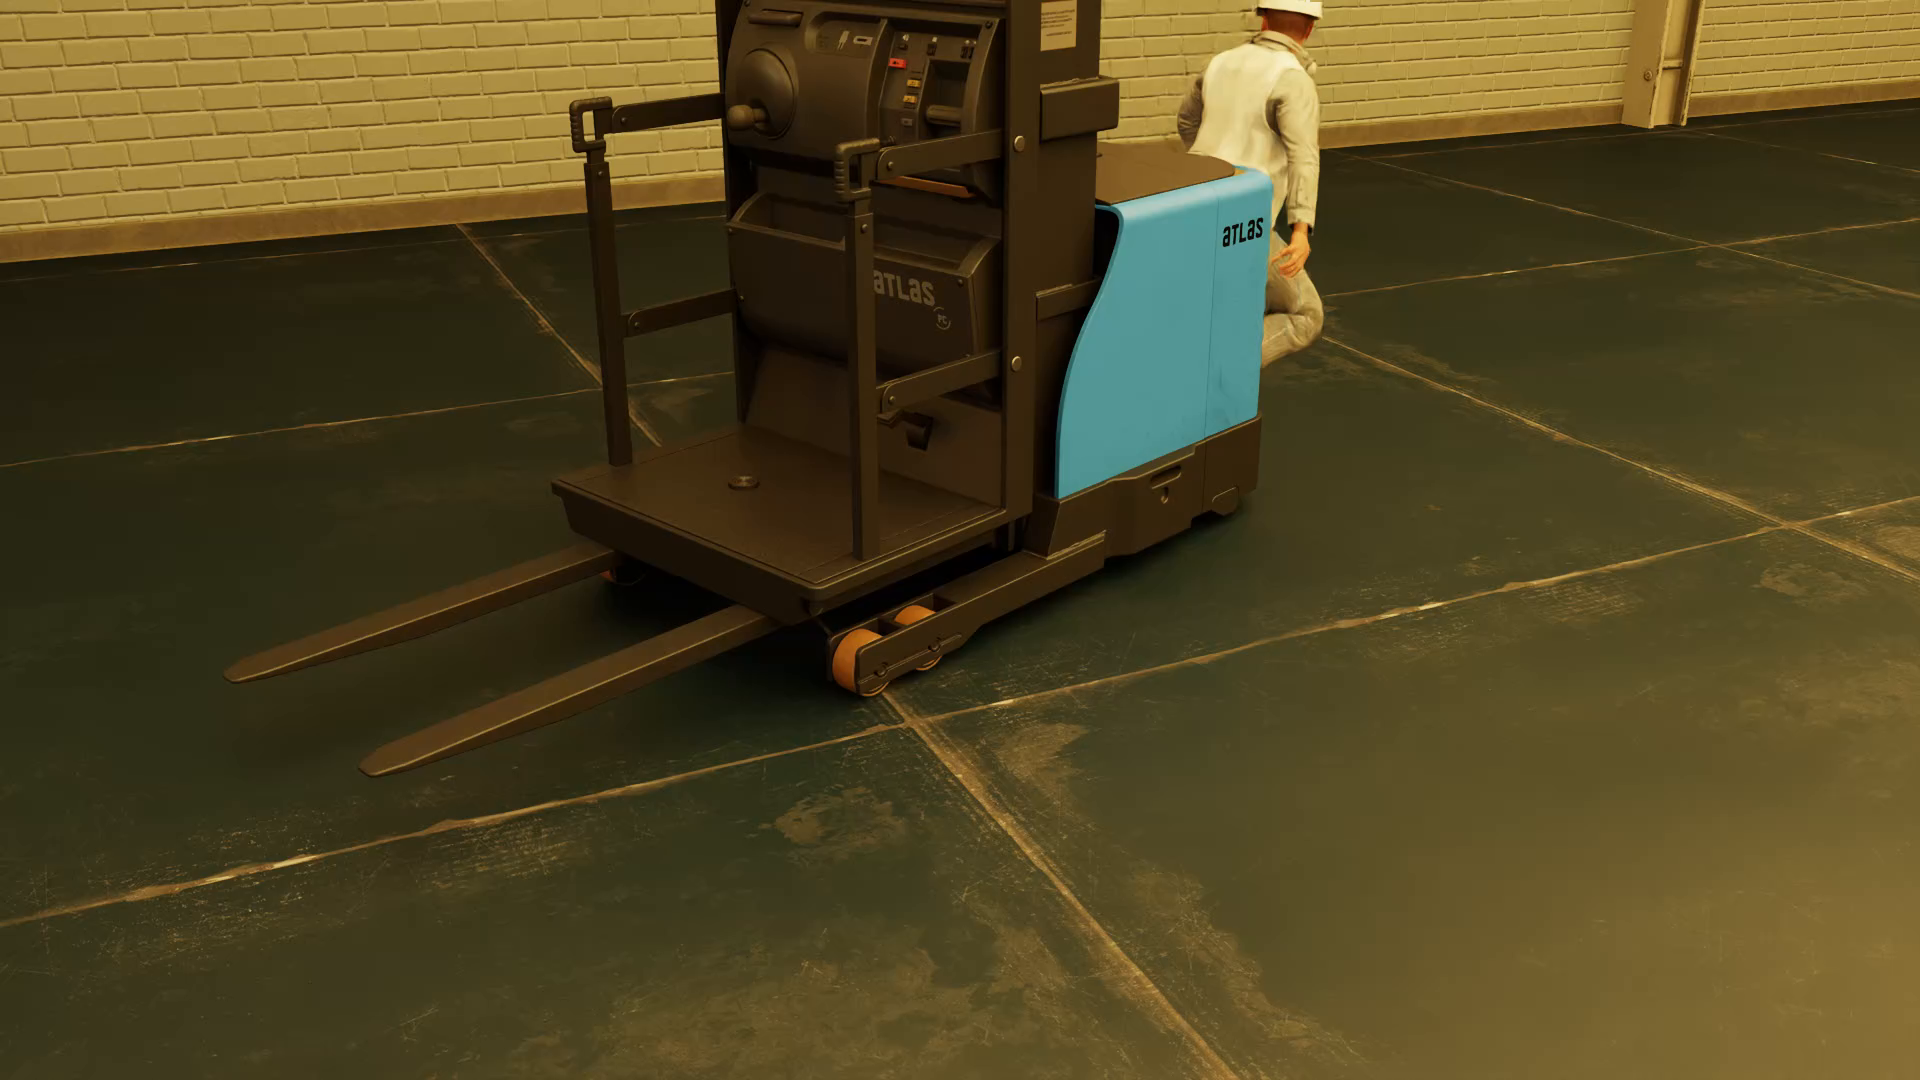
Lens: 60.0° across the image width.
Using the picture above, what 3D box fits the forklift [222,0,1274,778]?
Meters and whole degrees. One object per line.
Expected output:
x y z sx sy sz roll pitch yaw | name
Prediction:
-0.413 -1.182 4.131 1.130 2.935 3.031 19 29 39 | forklift

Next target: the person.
1.014 -1.153 5.876 0.541 1.619 0.931 -7 23 -15 | person
